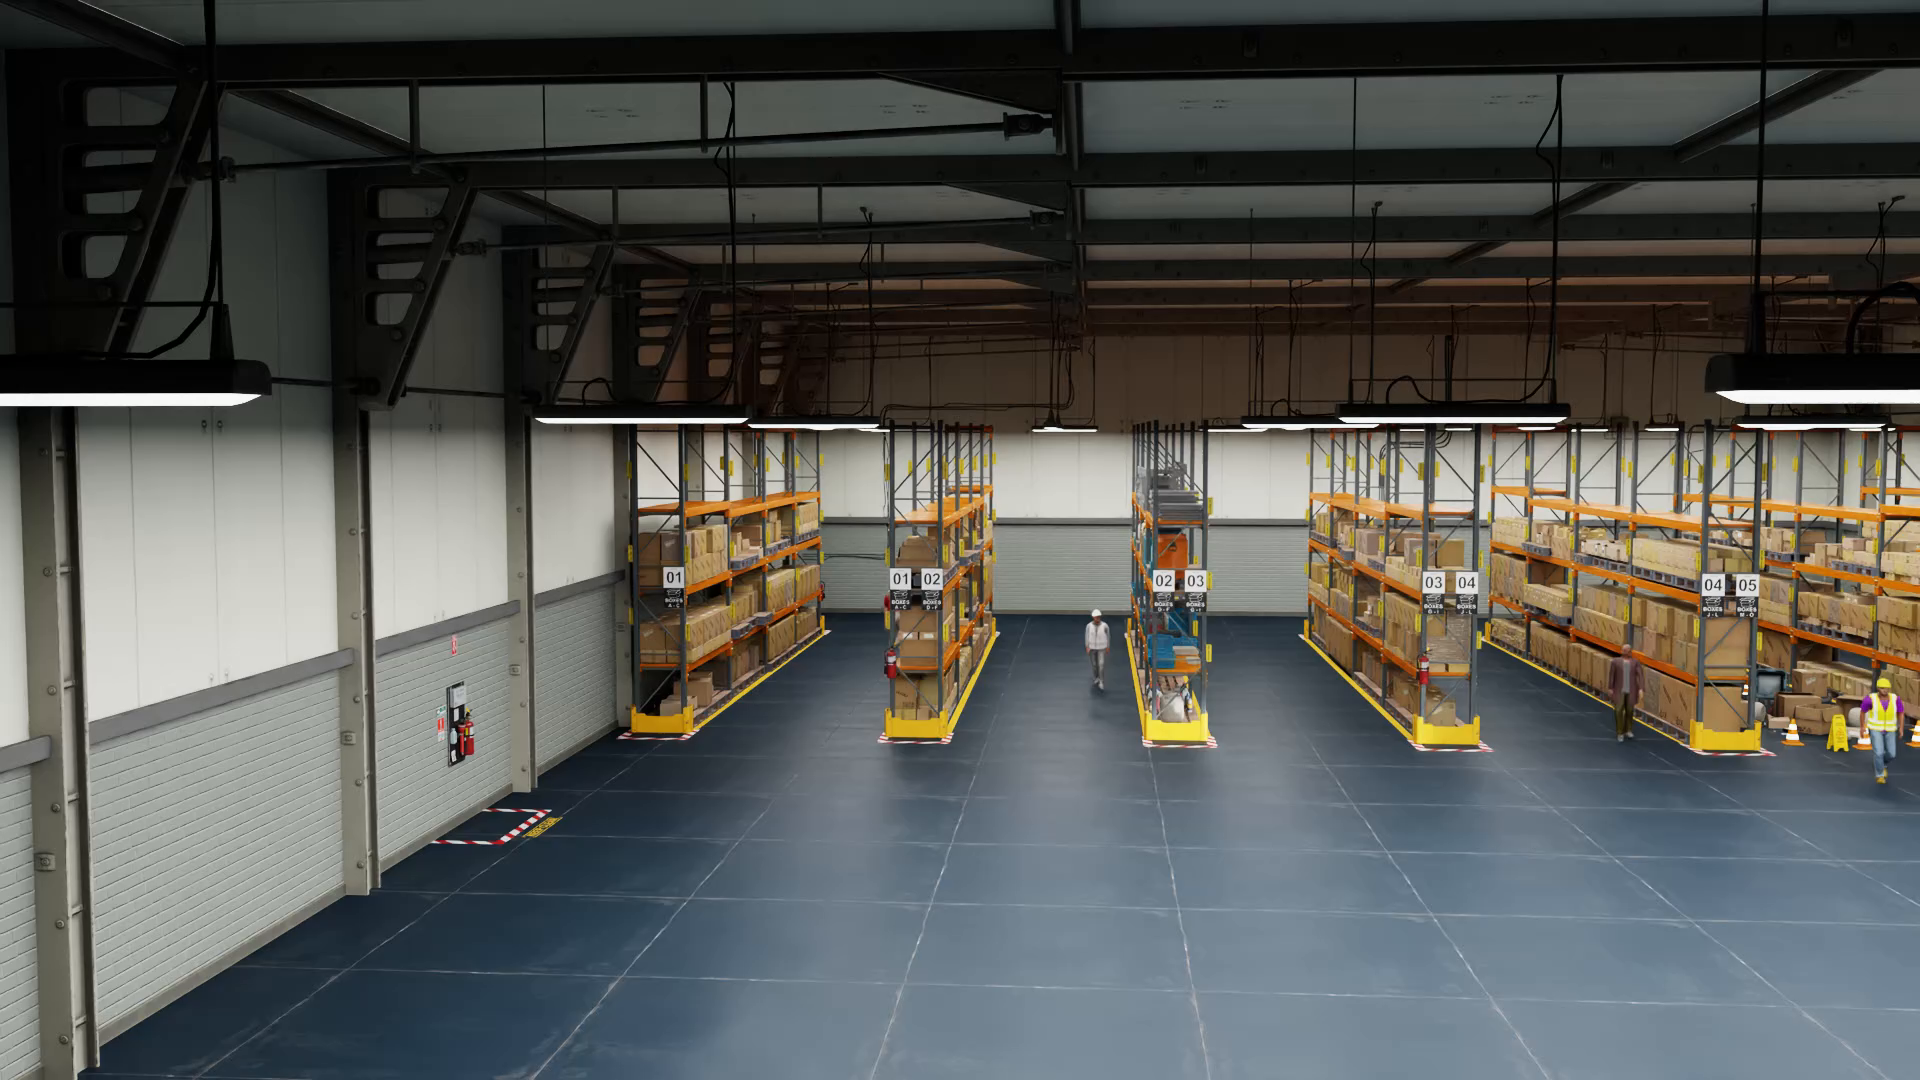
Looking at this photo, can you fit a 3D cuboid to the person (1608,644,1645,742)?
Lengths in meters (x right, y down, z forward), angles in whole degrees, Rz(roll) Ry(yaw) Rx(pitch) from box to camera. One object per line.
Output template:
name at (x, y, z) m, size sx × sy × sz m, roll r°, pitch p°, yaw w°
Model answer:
person at (12.513, 2.882, 31.228) m, size 0.631 × 1.845 × 0.548 m, roll 1°, pitch 4°, yaw 18°

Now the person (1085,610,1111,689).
person at (3.102, 2.444, 37.699) m, size 0.554 × 1.733 × 0.910 m, roll 1°, pitch 4°, yaw 18°

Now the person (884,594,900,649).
person at (-1.678, 2.016, 42.699) m, size 0.598 × 1.627 × 0.514 m, roll 1°, pitch 4°, yaw 13°

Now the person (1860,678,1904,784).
person at (15.186, 3.121, 27.419) m, size 0.636 × 1.739 × 0.678 m, roll 1°, pitch 4°, yaw 14°
